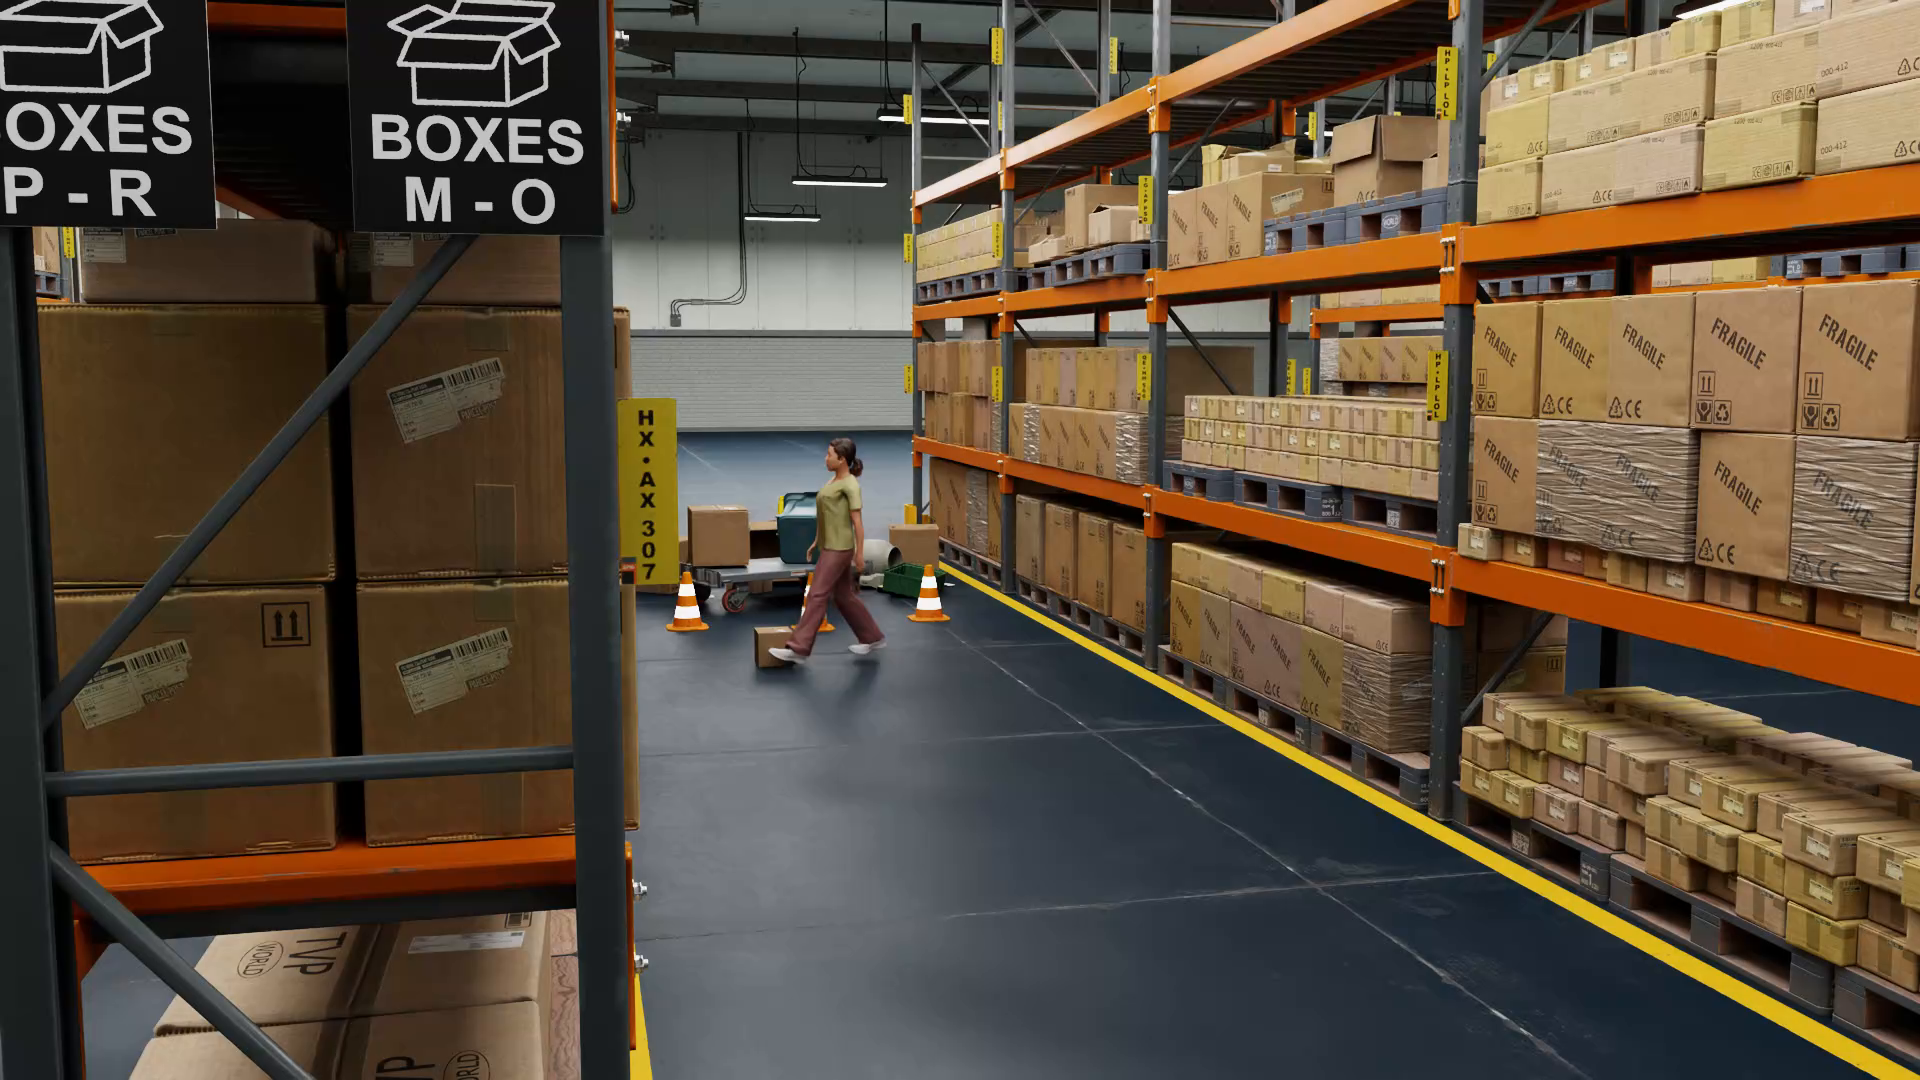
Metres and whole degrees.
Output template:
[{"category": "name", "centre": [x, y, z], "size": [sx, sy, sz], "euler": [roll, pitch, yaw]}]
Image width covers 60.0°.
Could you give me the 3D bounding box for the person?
[{"category": "person", "centre": [-0.964, 0.072, 12.090], "size": [0.954, 1.625, 0.464], "euler": [-2, 7, -21]}]
